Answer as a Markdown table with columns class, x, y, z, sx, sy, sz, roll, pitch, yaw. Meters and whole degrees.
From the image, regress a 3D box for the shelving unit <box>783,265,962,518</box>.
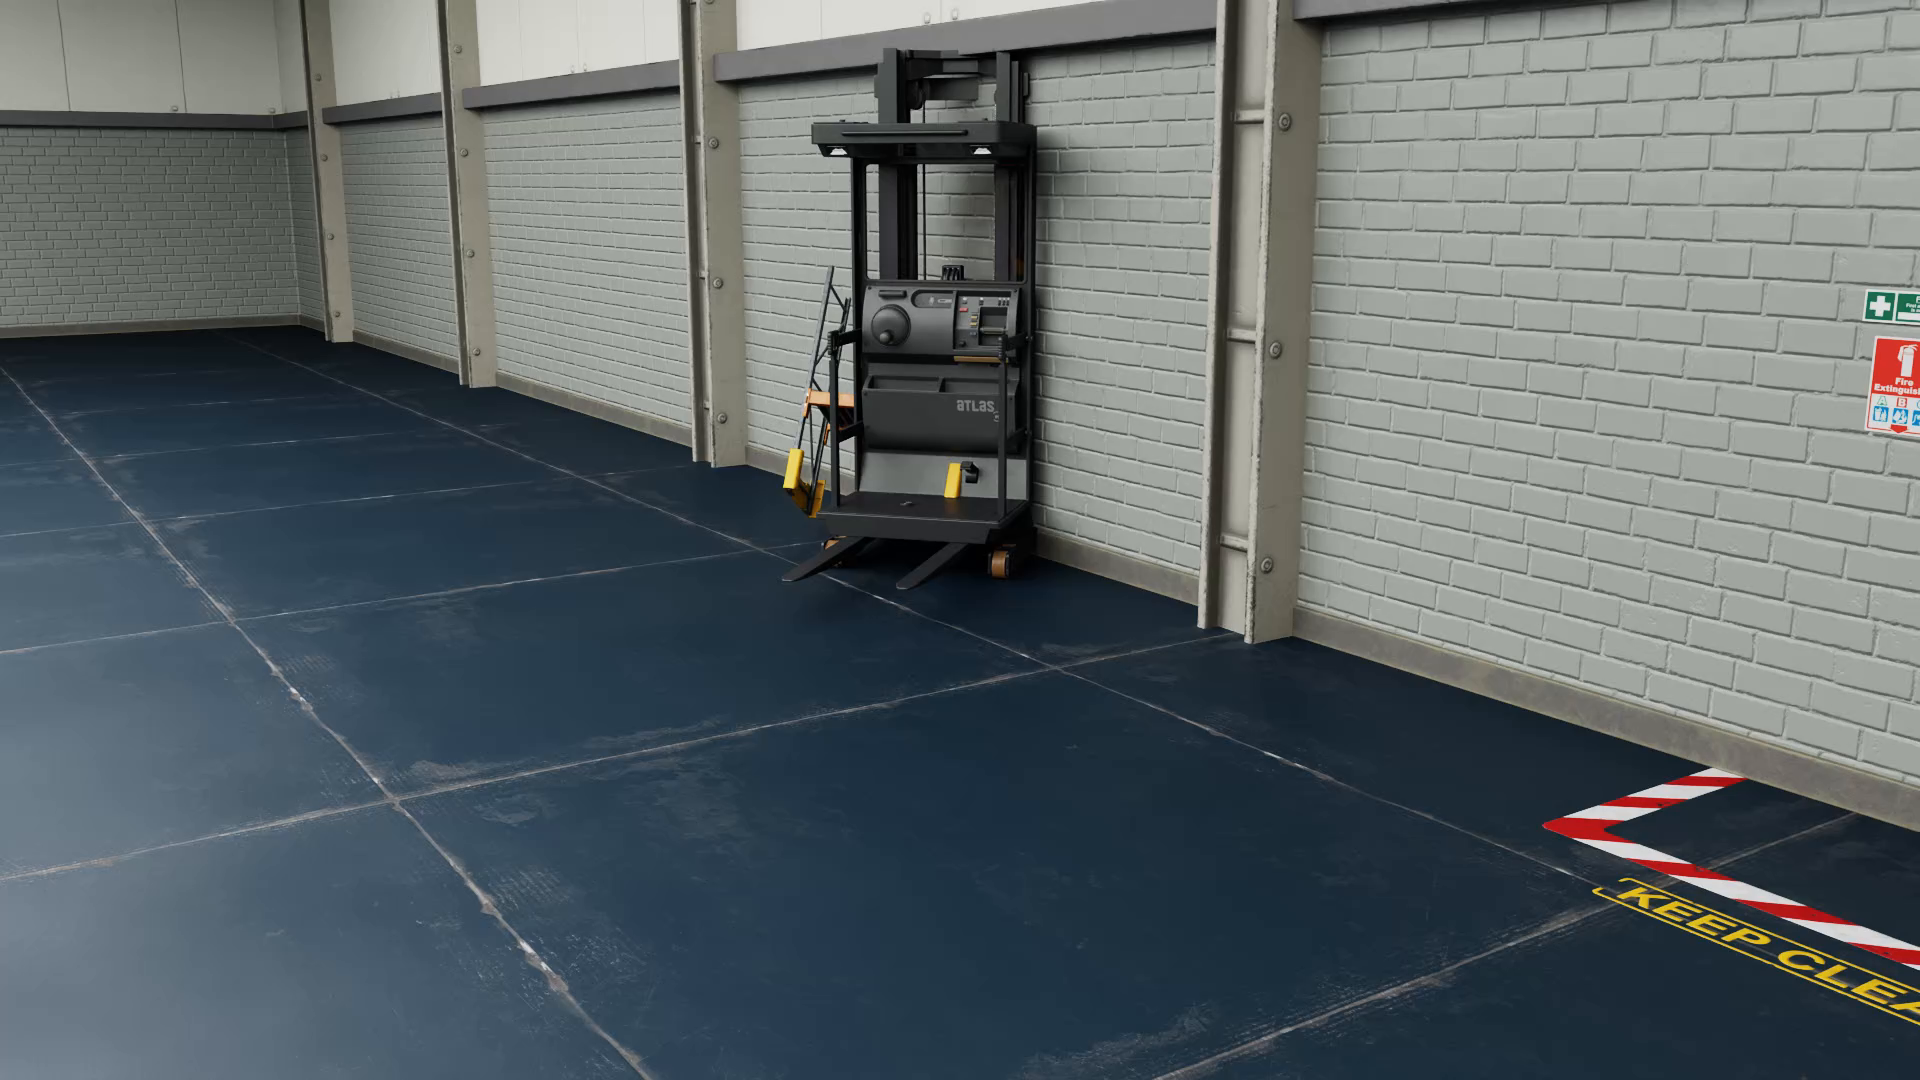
| class | x | y | z | sx | sy | sz | roll | pitch | yaw |
| --- | --- | --- | --- | --- | --- | --- | --- | --- | --- |
| shelving unit | -0.383 | -0.894 | 10.395 | 1.083 | 1.500 | 0.587 | 6 | -16 | 12 |

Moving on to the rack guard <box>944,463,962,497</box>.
| class | x | y | z | sx | sy | sz | roll | pitch | yaw |
| --- | --- | --- | --- | --- | --- | --- | --- | --- | --- |
| rack guard | 0.006 | -0.251 | 10.123 | 0.087 | 0.250 | 0.587 | 6 | -16 | 12 |

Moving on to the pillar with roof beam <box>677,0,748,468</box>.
| class | x | y | z | sx | sy | sz | roll | pitch | yaw |
| --- | --- | --- | --- | --- | --- | --- | --- | --- | --- |
| pillar with roof beam | -5.478 | -4.503 | 9.888 | 9.100 | 9.000 | 0.400 | -8 | 15 | -33 |

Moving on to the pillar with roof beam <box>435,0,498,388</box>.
| class | x | y | z | sx | sy | sz | roll | pitch | yaw |
| --- | --- | --- | --- | --- | --- | --- | --- | --- | --- |
| pillar with roof beam | -8.802 | -5.570 | 14.767 | 9.100 | 9.000 | 0.400 | -8 | 15 | -33 |

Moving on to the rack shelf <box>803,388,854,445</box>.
| class | x | y | z | sx | sy | sz | roll | pitch | yaw |
| --- | --- | --- | --- | --- | --- | --- | --- | --- | --- |
| rack shelf | -0.419 | -0.723 | 10.349 | 1.000 | 0.185 | 0.538 | 6 | -16 | 12 |

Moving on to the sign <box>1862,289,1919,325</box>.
| class | x | y | z | sx | sy | sz | roll | pitch | yaw |
| --- | --- | --- | --- | --- | --- | --- | --- | --- | --- |
| sign | 3.192 | -0.776 | 5.567 | 0.001 | 0.109 | 0.331 | -8 | 15 | -33 |

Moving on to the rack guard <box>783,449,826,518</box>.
| class | x | y | z | sx | sy | sz | roll | pitch | yaw |
| --- | --- | --- | --- | --- | --- | --- | --- | --- | --- |
| rack guard | -0.963 | -0.347 | 10.334 | 0.087 | 0.250 | 0.587 | 6 | -16 | 12 |

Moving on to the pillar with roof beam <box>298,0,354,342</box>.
| class | x | y | z | sx | sy | sz | roll | pitch | yaw |
| --- | --- | --- | --- | --- | --- | --- | --- | --- | --- |
| pillar with roof beam | -12.127 | -6.637 | 19.647 | 9.100 | 9.000 | 0.400 | -8 | 15 | -33 |

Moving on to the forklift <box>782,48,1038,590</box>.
| class | x | y | z | sx | sy | sz | roll | pitch | yaw |
| --- | --- | --- | --- | --- | --- | --- | --- | --- | --- |
| forklift | -0.169 | -1.304 | 9.462 | 1.130 | 2.935 | 3.031 | 3 | 13 | 15 |

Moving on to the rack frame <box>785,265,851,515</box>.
| class | x | y | z | sx | sy | sz | roll | pitch | yaw |
| --- | --- | --- | --- | --- | --- | --- | --- | --- | --- |
| rack frame | -0.886 | -0.944 | 10.505 | 0.032 | 1.500 | 0.500 | 6 | -16 | 12 |

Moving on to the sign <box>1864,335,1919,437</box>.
| class | x | y | z | sx | sy | sz | roll | pitch | yaw |
| --- | --- | --- | --- | --- | --- | --- | --- | --- | --- |
| sign | 3.196 | -0.519 | 5.632 | 0.001 | 0.329 | 0.234 | -8 | 15 | -33 |

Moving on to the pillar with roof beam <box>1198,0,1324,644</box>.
| class | x | y | z | sx | sy | sz | roll | pitch | yaw |
| --- | --- | --- | --- | --- | --- | --- | --- | --- | --- |
| pillar with roof beam | -2.154 | -3.436 | 5.008 | 9.100 | 9.000 | 0.400 | -8 | 15 | -33 |
